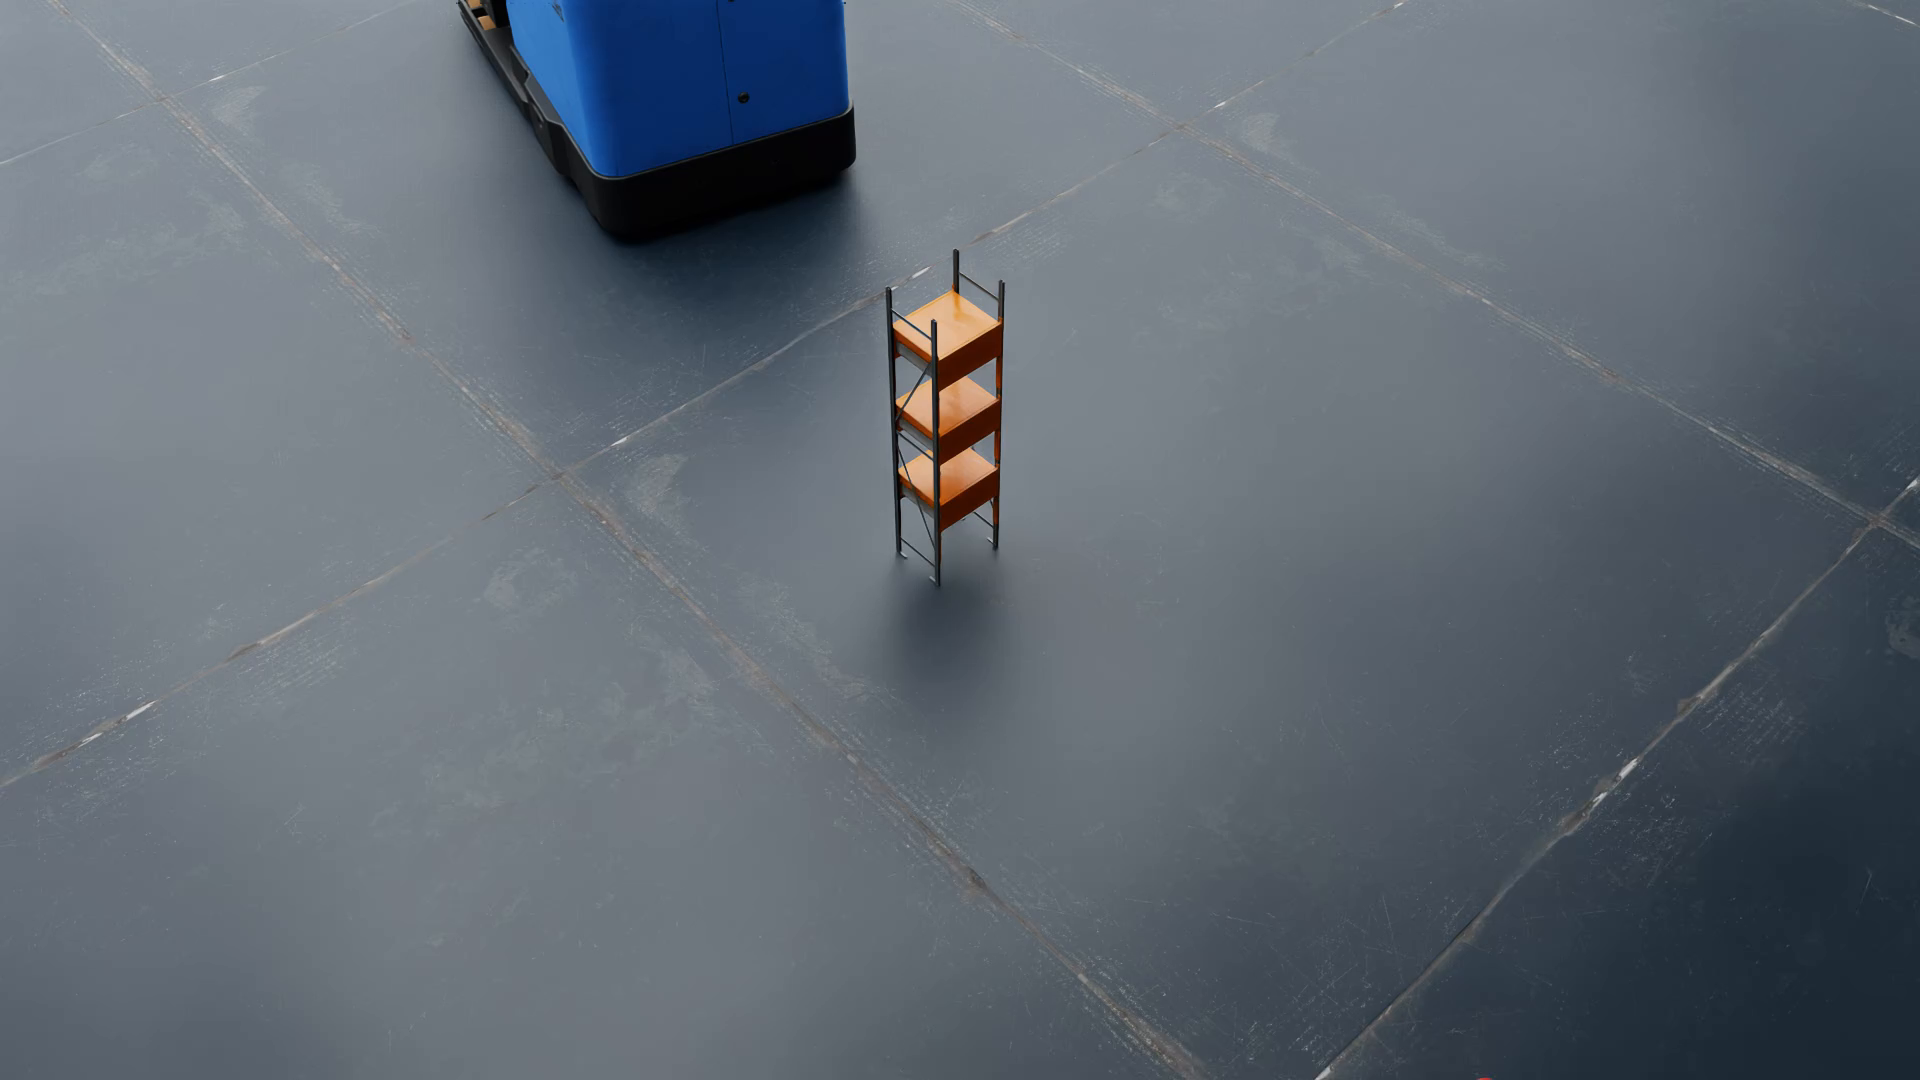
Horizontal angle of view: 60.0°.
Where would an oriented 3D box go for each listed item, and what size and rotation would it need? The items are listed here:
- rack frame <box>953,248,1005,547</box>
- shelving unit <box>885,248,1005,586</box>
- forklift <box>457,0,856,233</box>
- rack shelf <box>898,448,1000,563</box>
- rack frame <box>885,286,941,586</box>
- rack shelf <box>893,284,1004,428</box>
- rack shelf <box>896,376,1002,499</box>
[{"bbox_3d":[0.051,-0.390,4.895,0.008,1.050,0.200,-34,56,-27],"label":"rack frame"},{"bbox_3d":[-0.040,-0.330,4.840,0.252,1.050,0.215,-34,56,-27],"label":"shelving unit"},{"bbox_3d":[-1.536,-3.228,6.234,1.130,2.935,3.031,-21,51,-18],"label":"forklift"},{"bbox_3d":[-0.040,-0.134,5.052,0.240,0.259,0.215,-34,56,-27],"label":"rack shelf"},{"bbox_3d":[-0.130,-0.269,4.784,0.008,1.050,0.200,-34,56,-27],"label":"rack frame"},{"bbox_3d":[-0.040,-0.515,4.639,0.240,0.259,0.215,-34,56,-27],"label":"rack shelf"},{"bbox_3d":[-0.040,-0.322,4.848,0.240,0.259,0.215,-34,56,-27],"label":"rack shelf"}]
